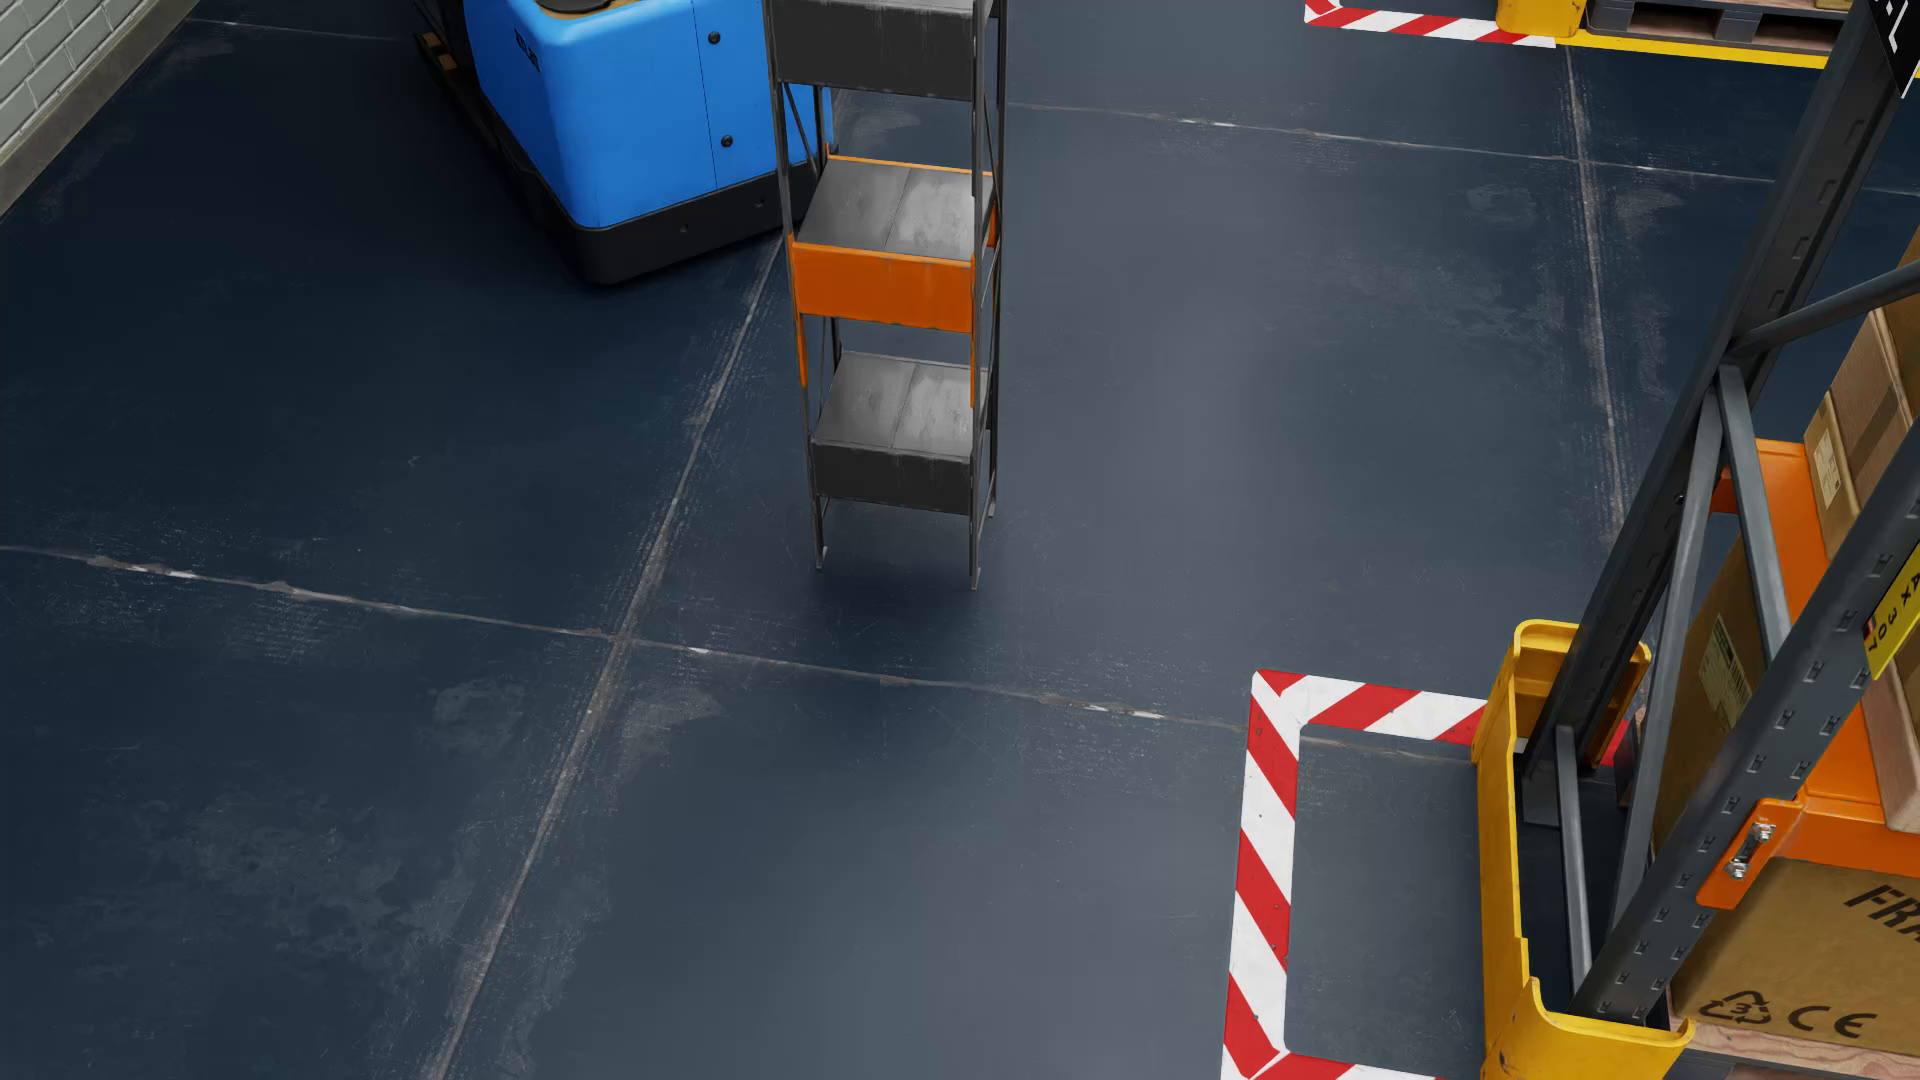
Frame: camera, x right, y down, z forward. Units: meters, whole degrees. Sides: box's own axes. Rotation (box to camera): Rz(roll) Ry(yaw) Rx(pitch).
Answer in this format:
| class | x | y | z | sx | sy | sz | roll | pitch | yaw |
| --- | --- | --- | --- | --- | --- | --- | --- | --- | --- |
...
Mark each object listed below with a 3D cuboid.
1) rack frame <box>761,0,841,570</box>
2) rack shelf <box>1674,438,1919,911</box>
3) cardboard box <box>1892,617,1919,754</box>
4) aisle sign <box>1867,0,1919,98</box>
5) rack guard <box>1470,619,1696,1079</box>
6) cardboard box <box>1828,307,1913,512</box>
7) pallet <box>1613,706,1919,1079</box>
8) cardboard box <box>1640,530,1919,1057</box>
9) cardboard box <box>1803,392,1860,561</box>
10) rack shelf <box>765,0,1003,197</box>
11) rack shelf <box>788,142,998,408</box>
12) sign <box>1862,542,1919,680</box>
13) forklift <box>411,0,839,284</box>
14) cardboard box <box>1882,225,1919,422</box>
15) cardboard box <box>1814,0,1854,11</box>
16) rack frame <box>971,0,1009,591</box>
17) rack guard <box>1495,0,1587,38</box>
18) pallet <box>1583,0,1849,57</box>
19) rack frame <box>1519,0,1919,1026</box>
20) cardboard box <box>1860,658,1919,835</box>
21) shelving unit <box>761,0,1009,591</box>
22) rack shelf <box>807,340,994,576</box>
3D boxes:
| class | x | y | z | sx | sy | sz | roll | pitch | yaw |
| --- | --- | --- | --- | --- | --- | --- | --- | --- | --- |
| rack frame | -0.403 | -0.756 | 4.518 | 0.015 | 2.100 | 0.400 | 8 | 49 | 7 |
| rack shelf | 3.521 | 0.492 | 3.275 | 4.000 | 0.370 | 1.077 | 8 | 49 | 7 |
| cardboard box | 1.977 | 0.199 | 2.955 | 0.500 | 0.250 | 0.500 | 7 | 48 | 6 |
| aisle sign | 1.535 | -1.111 | 2.484 | 0.004 | 0.787 | 0.394 | 8 | 49 | 7 |
| rack guard | 1.529 | 0.820 | 4.177 | 0.348 | 0.500 | 1.175 | 8 | 49 | 7 |
| cardboard box | 2.077 | -0.192 | 3.307 | 0.500 | 0.250 | 0.500 | 7 | 48 | 6 |
| pallet | 2.353 | 0.968 | 4.238 | 1.213 | 0.211 | 1.003 | 8 | 49 | 7 |
| cardboard box | 2.197 | 0.583 | 3.855 | 0.875 | 0.875 | 0.875 | 8 | 49 | 7 |
| cardboard box | 1.962 | -0.123 | 3.512 | 0.250 | 0.149 | 0.380 | 9 | 49 | 8 |
| rack shelf | -0.163 | -1.182 | 3.978 | 0.480 | 0.518 | 0.431 | 8 | 49 | 7 |
| rack shelf | -0.163 | -0.715 | 4.499 | 0.480 | 0.518 | 0.431 | 8 | 49 | 7 |
| sign | 1.448 | 0.077 | 2.529 | 0.005 | 0.325 | 0.100 | 8 | 49 | 7 |
| forklift | -1.630 | -2.989 | 5.965 | 1.130 | 2.935 | 3.031 | -24 | 52 | -20 |
| cardboard box | 2.079 | -0.441 | 3.026 | 0.500 | 0.500 | 0.500 | 8 | 49 | 7 |
| cardboard box | 3.743 | -2.397 | 7.022 | 0.250 | 0.149 | 0.380 | 8 | 49 | 7 |
| rack frame | 0.077 | -0.691 | 4.460 | 0.015 | 2.100 | 0.400 | 8 | 49 | 7 |
| rack guard | 2.609 | -2.784 | 7.416 | 0.348 | 0.500 | 1.175 | 8 | 49 | 7 |
| pallet | 3.402 | -2.554 | 7.403 | 1.213 | 0.211 | 1.003 | 8 | 49 | 7 |
| rack frame | 1.553 | -0.013 | 3.245 | 0.127 | 3.000 | 1.000 | 8 | 49 | 7 |
| cardboard box | 1.843 | 0.360 | 3.079 | 0.250 | 0.149 | 0.380 | 8 | 49 | 7 |
| shelving unit | -0.163 | -0.724 | 4.489 | 0.503 | 2.100 | 0.431 | 8 | 49 | 7 |
| rack shelf | -0.163 | -0.247 | 5.019 | 0.480 | 0.518 | 0.431 | 8 | 49 | 7 |
